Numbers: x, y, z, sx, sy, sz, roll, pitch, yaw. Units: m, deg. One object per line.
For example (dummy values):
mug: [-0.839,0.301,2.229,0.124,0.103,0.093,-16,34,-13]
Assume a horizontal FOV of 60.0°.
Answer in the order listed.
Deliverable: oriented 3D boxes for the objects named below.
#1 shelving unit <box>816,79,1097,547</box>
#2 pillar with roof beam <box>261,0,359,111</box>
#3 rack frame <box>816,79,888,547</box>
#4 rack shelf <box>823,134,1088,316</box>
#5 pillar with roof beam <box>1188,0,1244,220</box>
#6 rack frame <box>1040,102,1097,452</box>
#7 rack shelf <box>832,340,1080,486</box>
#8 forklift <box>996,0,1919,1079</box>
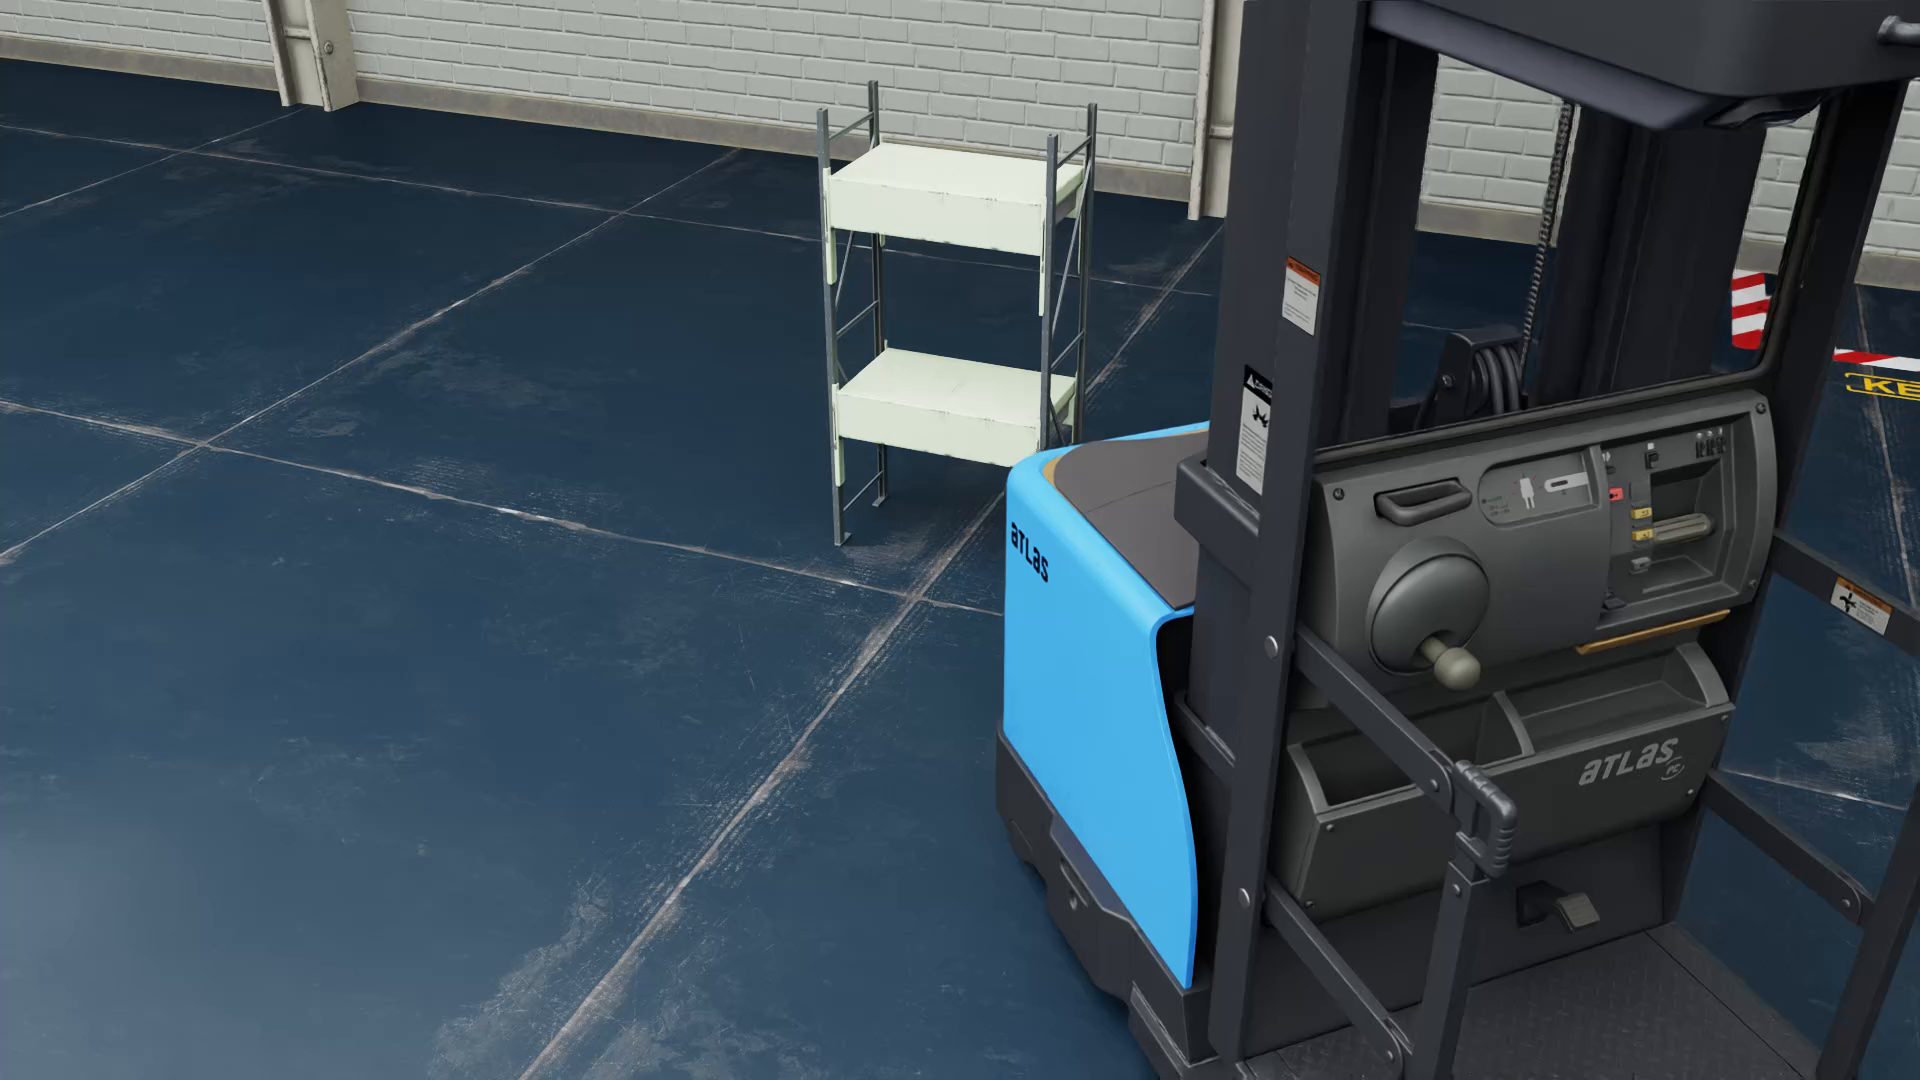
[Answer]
shelving unit: [-0.006,-0.654,5.383,0.755,1.500,0.431,11,31,19]
pillar with roof beam: [-5.742,-4.784,5.069,0.400,9.000,9.100,11,31,19]
rack frame: [-0.345,-0.722,5.503,0.023,1.500,0.400,11,31,19]
rack shelf: [-0.006,-0.994,5.191,0.720,0.370,0.431,11,31,19]
pillar with roof beam: [-0.183,-3.674,3.105,0.400,9.000,9.100,11,31,19]
rack frame: [0.333,-0.586,5.263,0.023,1.500,0.400,11,31,19]
rack shelf: [-0.006,-0.370,5.544,0.720,0.370,0.431,11,31,19]
forklift: [1.110,0.045,2.691,1.130,2.935,3.031,-11,31,-19]
